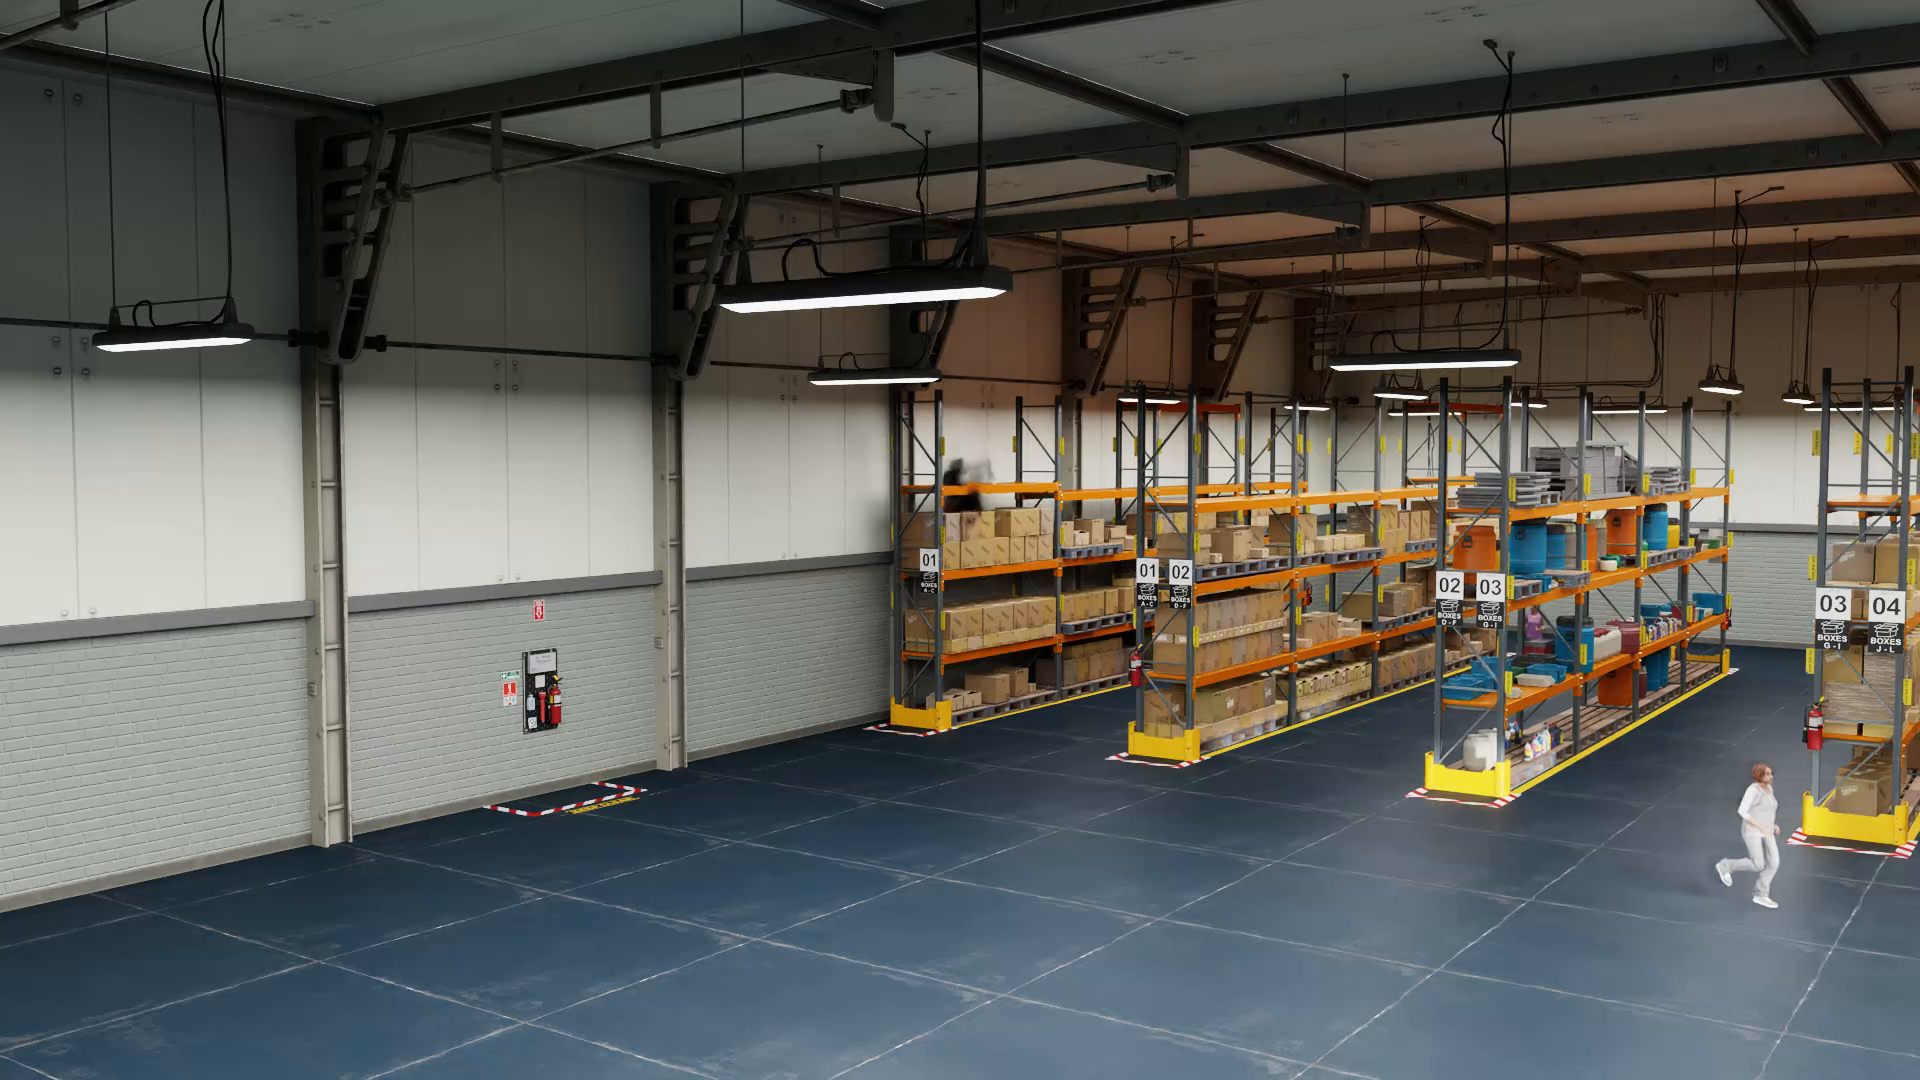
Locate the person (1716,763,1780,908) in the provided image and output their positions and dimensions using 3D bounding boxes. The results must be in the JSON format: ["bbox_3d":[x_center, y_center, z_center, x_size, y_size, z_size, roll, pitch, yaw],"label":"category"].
[{"bbox_3d":[8.682,3.202,18.237,0.525,1.561,0.694,-2,4,-31],"label":"person"}]

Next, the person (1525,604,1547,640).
[{"bbox_3d":[12.563,2.161,36.412,0.547,1.571,0.822,1,4,25],"label":"person"}]
